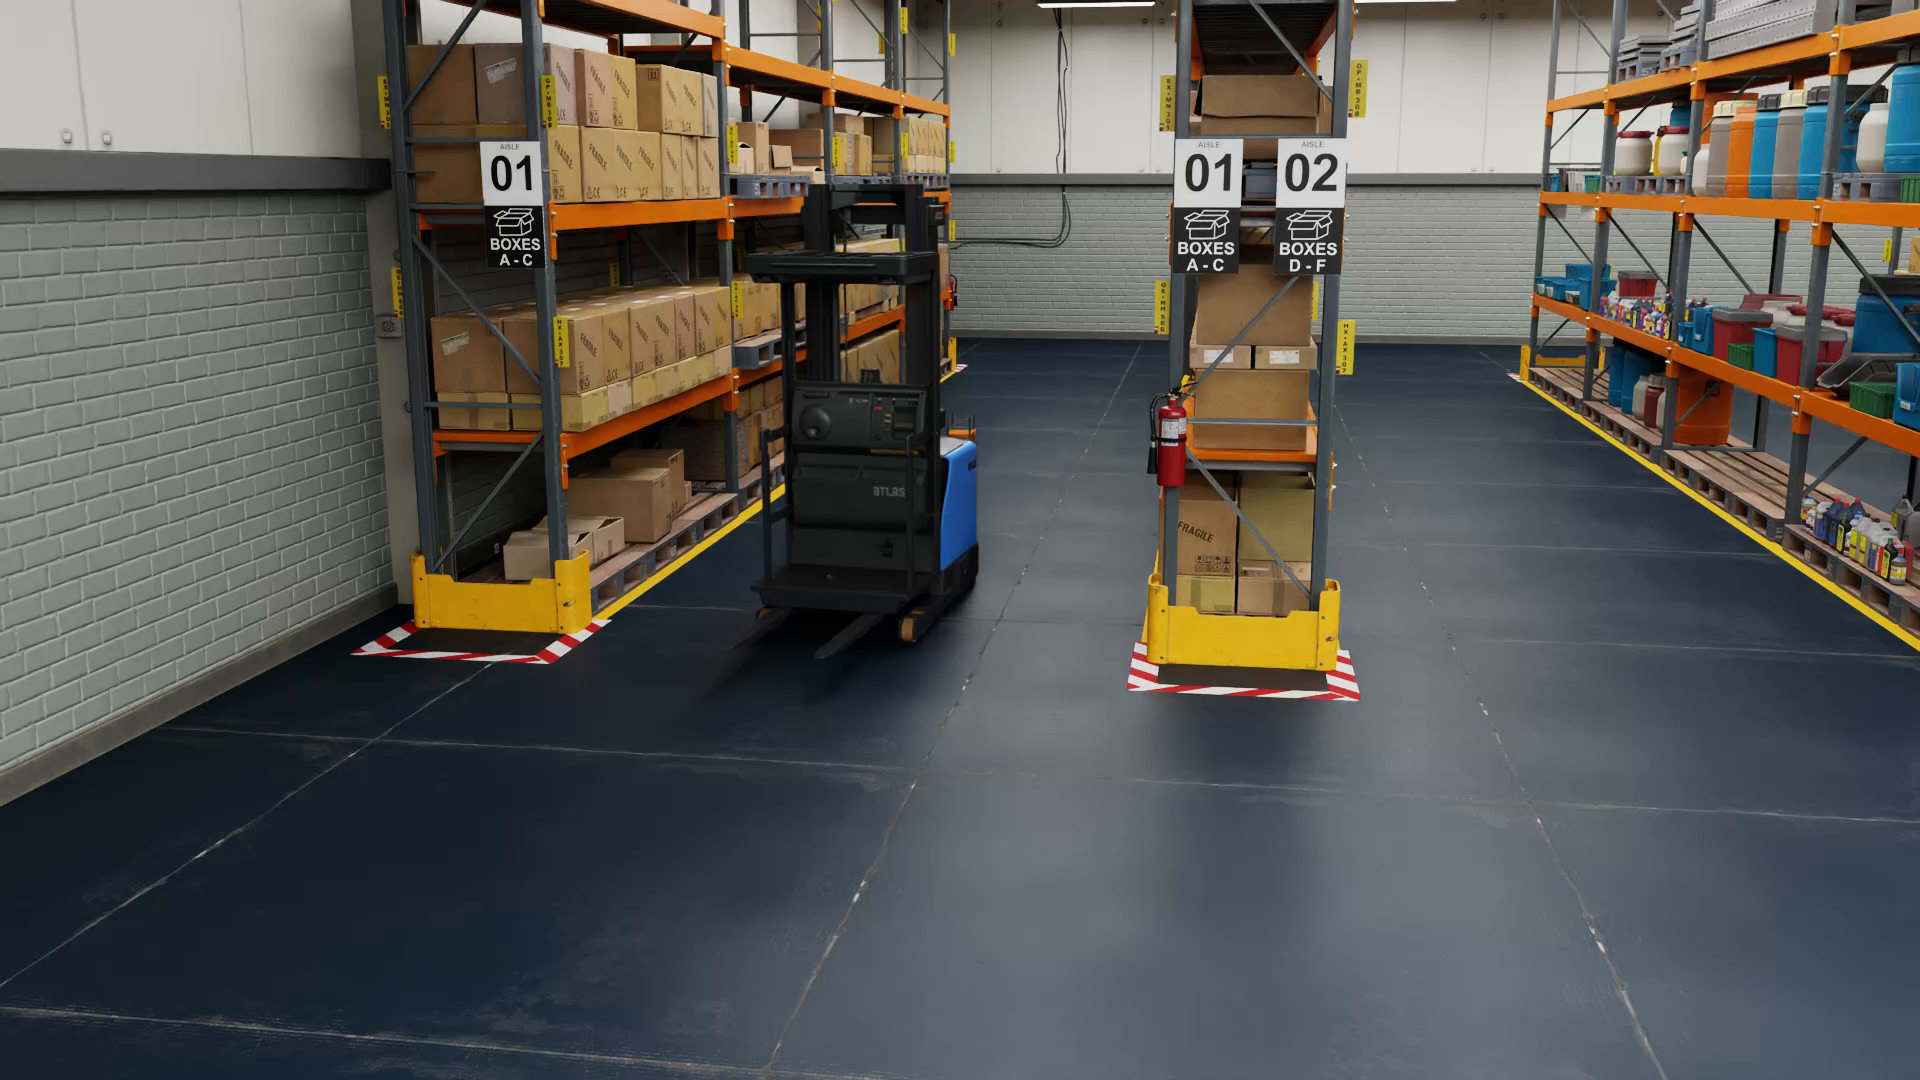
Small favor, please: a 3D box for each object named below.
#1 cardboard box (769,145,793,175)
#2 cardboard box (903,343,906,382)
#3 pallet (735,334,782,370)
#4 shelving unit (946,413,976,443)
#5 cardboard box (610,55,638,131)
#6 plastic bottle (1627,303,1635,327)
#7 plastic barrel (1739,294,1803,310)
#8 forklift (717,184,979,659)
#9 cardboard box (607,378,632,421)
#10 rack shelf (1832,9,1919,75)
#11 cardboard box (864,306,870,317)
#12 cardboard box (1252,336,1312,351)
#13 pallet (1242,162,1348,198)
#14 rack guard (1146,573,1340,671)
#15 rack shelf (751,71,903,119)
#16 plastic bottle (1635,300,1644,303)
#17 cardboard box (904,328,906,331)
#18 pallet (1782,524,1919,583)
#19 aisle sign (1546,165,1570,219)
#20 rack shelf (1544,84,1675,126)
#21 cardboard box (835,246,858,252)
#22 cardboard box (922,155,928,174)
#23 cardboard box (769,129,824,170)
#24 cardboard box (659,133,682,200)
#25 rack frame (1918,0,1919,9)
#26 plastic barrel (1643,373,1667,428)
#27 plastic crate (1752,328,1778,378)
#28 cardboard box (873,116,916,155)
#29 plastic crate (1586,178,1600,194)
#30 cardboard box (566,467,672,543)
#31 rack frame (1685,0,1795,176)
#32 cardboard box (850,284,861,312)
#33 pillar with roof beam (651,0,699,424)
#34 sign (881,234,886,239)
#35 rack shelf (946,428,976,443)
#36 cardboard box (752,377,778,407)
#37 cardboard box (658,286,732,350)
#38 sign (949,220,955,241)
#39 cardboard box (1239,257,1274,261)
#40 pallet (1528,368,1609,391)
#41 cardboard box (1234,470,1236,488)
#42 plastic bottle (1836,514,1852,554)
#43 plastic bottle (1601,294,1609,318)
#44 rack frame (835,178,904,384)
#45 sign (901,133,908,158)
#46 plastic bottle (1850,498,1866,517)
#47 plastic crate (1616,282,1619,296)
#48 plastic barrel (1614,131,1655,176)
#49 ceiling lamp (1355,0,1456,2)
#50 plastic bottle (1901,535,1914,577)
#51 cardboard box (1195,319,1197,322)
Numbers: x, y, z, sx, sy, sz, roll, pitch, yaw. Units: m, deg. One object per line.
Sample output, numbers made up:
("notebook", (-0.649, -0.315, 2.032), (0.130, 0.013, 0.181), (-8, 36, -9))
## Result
("cardboard box", (-2.182, -3.802, 17.104), (0.797, 0.503, 0.637), (4, 13, 17))
("cardboard box", (-1.060, -2.511, 23.461), (0.700, 0.500, 0.500), (2, 12, 9))
("pallet", (-2.245, -1.771, 15.544), (1.003, 0.211, 1.213), (2, 12, 9))
("shelving unit", (0.008, -0.524, 13.934), (0.215, 1.050, 0.252), (2, 12, 9))
("cardboard box", (-2.627, -3.173, 11.819), (0.500, 0.500, 0.500), (2, 12, 10))
("plastic bottle", (7.828, -2.623, 19.349), (0.097, 0.271, 0.097), (0, 12, 0))
("plastic barrel", (8.126, -2.182, 16.674), (0.600, 0.536, 0.708), (2, 12, 9))
("forklift", (-0.734, -0.851, 10.985), (1.130, 2.935, 3.031), (3, 13, 15))
("cardboard box", (-2.667, -1.014, 11.885), (0.500, 0.250, 0.500), (1, 12, 7))
("rack shelf", (6.975, -3.358, 10.872), (1.077, 0.370, 4.000), (2, 12, 9))
("cardboard box", (-1.339, -2.865, 20.715), (0.380, 0.149, 0.250), (2, 12, 10))
("cardboard box", (2.166, -1.318, 11.210), (0.380, 0.149, 0.250), (2, 12, 8))
("pallet", (1.908, -2.287, 10.575), (1.003, 0.211, 1.213), (2, 12, 9))
("rack guard", (1.770, 0.509, 10.443), (1.175, 0.500, 0.348), (2, 12, 9))
("rack shelf", (-1.584, -5.344, 20.089), (1.077, 0.370, 4.000), (2, 12, 9))
("plastic bottle", (8.073, -2.712, 19.752), (0.152, 0.276, 0.135), (2, 12, 9))
("cardboard box", (-0.747, -3.002, 24.200), (0.380, 0.149, 0.250), (2, 12, 7))
("pallet", (7.138, 0.113, 12.969), (1.003, 0.211, 1.213), (2, 12, 9))
("aisle sign", (8.846, -5.182, 24.750), (0.394, 0.787, 0.004), (2, 12, 9))
("rack shelf", (8.821, -5.856, 22.463), (1.077, 0.370, 4.000), (2, 12, 9))
("cardboard box", (-1.485, -3.311, 19.467), (0.500, 0.250, 0.500), (2, 12, 8))
("cardboard box", (-0.745, -5.370, 23.795), (0.500, 0.250, 0.500), (2, 12, 7))
("cardboard box", (-1.875, -4.374, 18.767), (0.700, 0.500, 0.500), (1, 12, 4))
("cardboard box", (-2.478, -2.900, 12.927), (0.500, 0.500, 0.500), (1, 12, 6))
("rack frame", (14.022, -6.659, 23.533), (1.000, 3.000, 0.127), (2, 12, 9))
("plastic barrel", (8.130, -1.586, 18.958), (0.600, 0.588, 0.708), (2, 12, 9))
("plastic crate", (7.145, -1.621, 14.432), (0.392, 0.384, 0.575), (2, 12, 9))
("cardboard box", (-0.889, -5.528, 22.748), (0.500, 0.500, 0.500), (2, 12, 8))
("plastic crate", (8.280, -4.515, 21.207), (0.450, 0.188, 0.662), (2, 12, 9))
("cardboard box", (-2.676, -0.281, 13.067), (0.700, 0.500, 0.500), (1, 12, 5))
("rack frame", (7.898, -5.154, 16.550), (1.000, 3.000, 0.127), (2, 12, 9))
("cardboard box", (-1.474, -2.948, 19.563), (0.500, 0.500, 0.500), (2, 12, 11))
("pillar with roof beam", (1.308, -5.093, 16.266), (9.100, 9.000, 0.400), (2, 12, 9))
("sign", (-1.208, -4.689, 26.388), (0.100, 0.325, 0.005), (2, 12, 9))
("rack shelf", (0.008, -0.791, 13.877), (0.215, 0.259, 0.240), (2, 12, 9))
("cardboard box", (-2.174, -1.527, 17.067), (0.500, 0.250, 0.500), (2, 12, 8))
("cardboard box", (-2.273, -1.905, 14.239), (0.500, 0.500, 0.500), (2, 12, 9))
("sign", (-0.127, -4.869, 26.157), (0.100, 0.325, 0.005), (2, 12, 9))
("cardboard box", (1.942, -1.618, 11.065), (0.700, 0.500, 0.500), (2, 12, 7))
("pallet", (8.963, -2.353, 24.412), (1.003, 0.211, 1.213), (2, 12, 9))
("cardboard box", (2.445, -0.571, 13.271), (0.500, 0.500, 0.500), (2, 12, 9))
("plastic bottle", (6.653, -0.049, 12.505), (0.061, 0.283, 0.133), (2, 12, 11))
("plastic bottle", (8.015, -2.907, 20.639), (0.061, 0.283, 0.133), (2, 12, 9))
("rack frame", (-1.276, -3.375, 22.535), (1.000, 3.000, 0.127), (2, 12, 9))
("sign", (-0.738, -5.233, 22.059), (0.100, 0.325, 0.005), (2, 12, 9))
("plastic bottle", (6.891, -0.150, 12.812), (0.144, 0.351, 0.185), (2, 12, 9))
("plastic crate", (8.930, -3.338, 22.499), (0.437, 0.282, 0.530), (2, 12, 9))
("plastic barrel", (8.185, -4.691, 20.200), (0.433, 0.535, 0.433), (0, 12, 0))
("ceiling lamp", (7.119, -10.311, 26.624), (2.000, 3.185, 0.800), (2, 12, 9))
("plastic bottle", (6.688, 0.112, 11.758), (0.061, 0.283, 0.133), (2, 12, 9))
("cardboard box", (1.922, -1.544, 12.260), (0.380, 0.149, 0.250), (2, 12, 8))
